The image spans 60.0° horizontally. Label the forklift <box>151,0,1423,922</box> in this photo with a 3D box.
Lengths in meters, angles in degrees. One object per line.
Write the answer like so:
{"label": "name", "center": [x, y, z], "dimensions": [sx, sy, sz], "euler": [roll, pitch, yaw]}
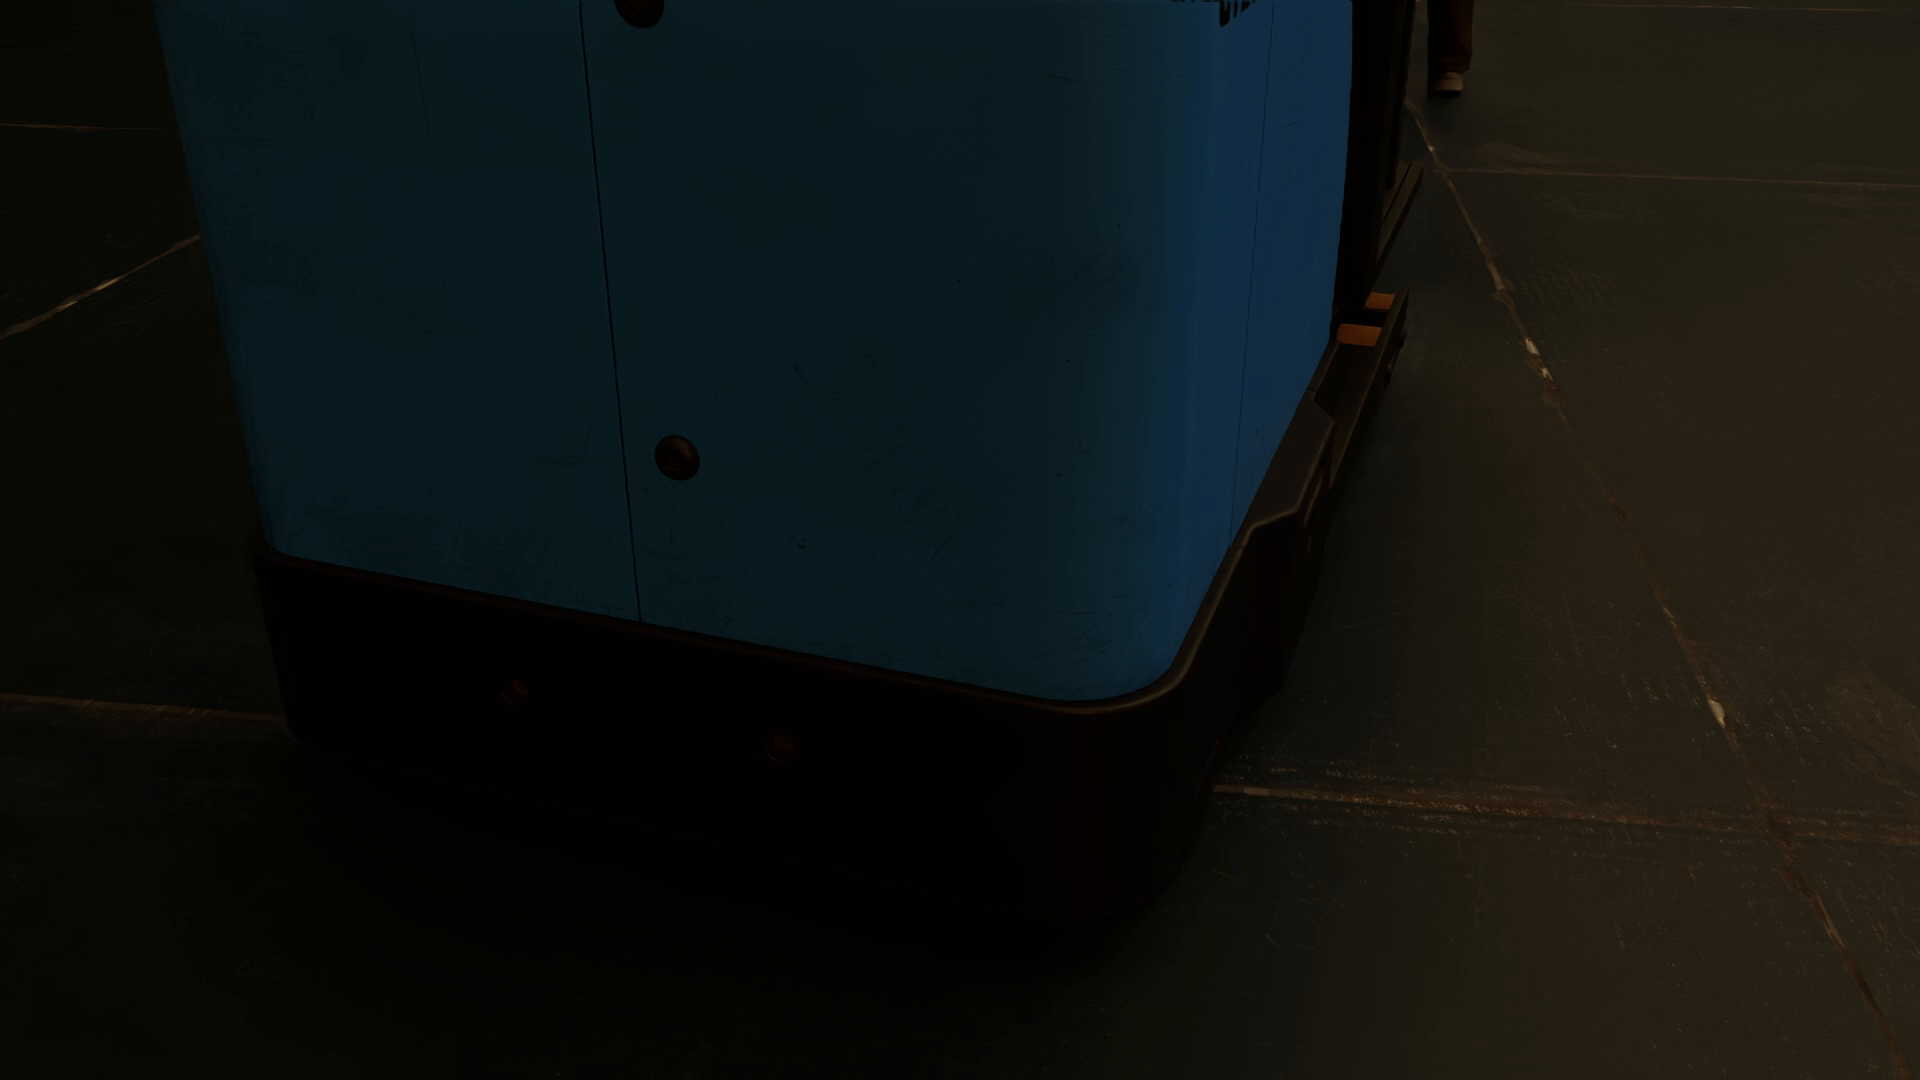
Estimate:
{"label": "forklift", "center": [0.197, -1.581, 2.385], "dimensions": [1.130, 2.935, 3.031], "euler": [9, 28, 18]}

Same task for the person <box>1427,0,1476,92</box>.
{"label": "person", "center": [1.383, -2.268, 5.050], "dimensions": [0.690, 1.783, 0.559], "euler": [1, 27, 1]}
